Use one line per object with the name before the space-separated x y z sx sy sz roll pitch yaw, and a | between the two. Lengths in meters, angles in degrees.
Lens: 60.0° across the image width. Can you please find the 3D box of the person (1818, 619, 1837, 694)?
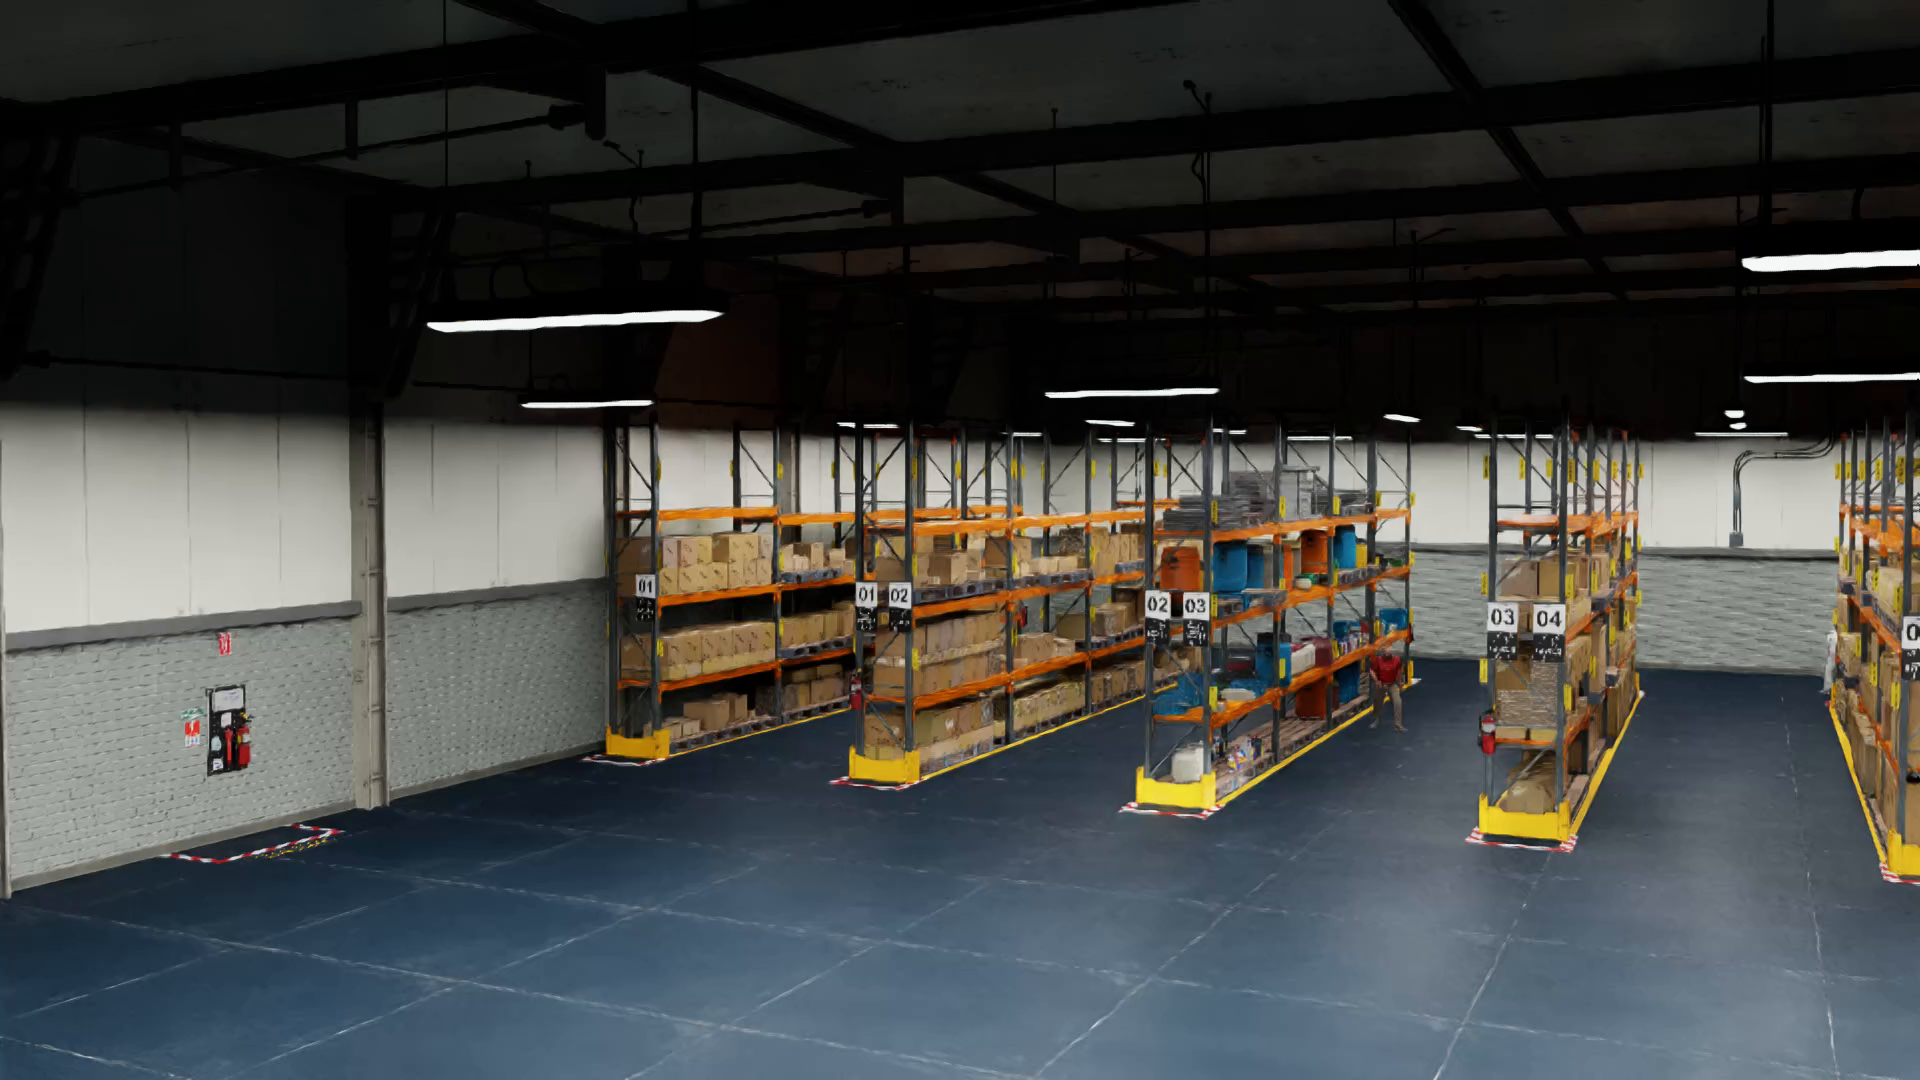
person | 19.592 2.589 37.065 0.969 1.710 0.586 -2 3 -41

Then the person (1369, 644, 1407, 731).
person | 8.223 2.817 32.018 0.690 1.652 0.860 0 2 8
